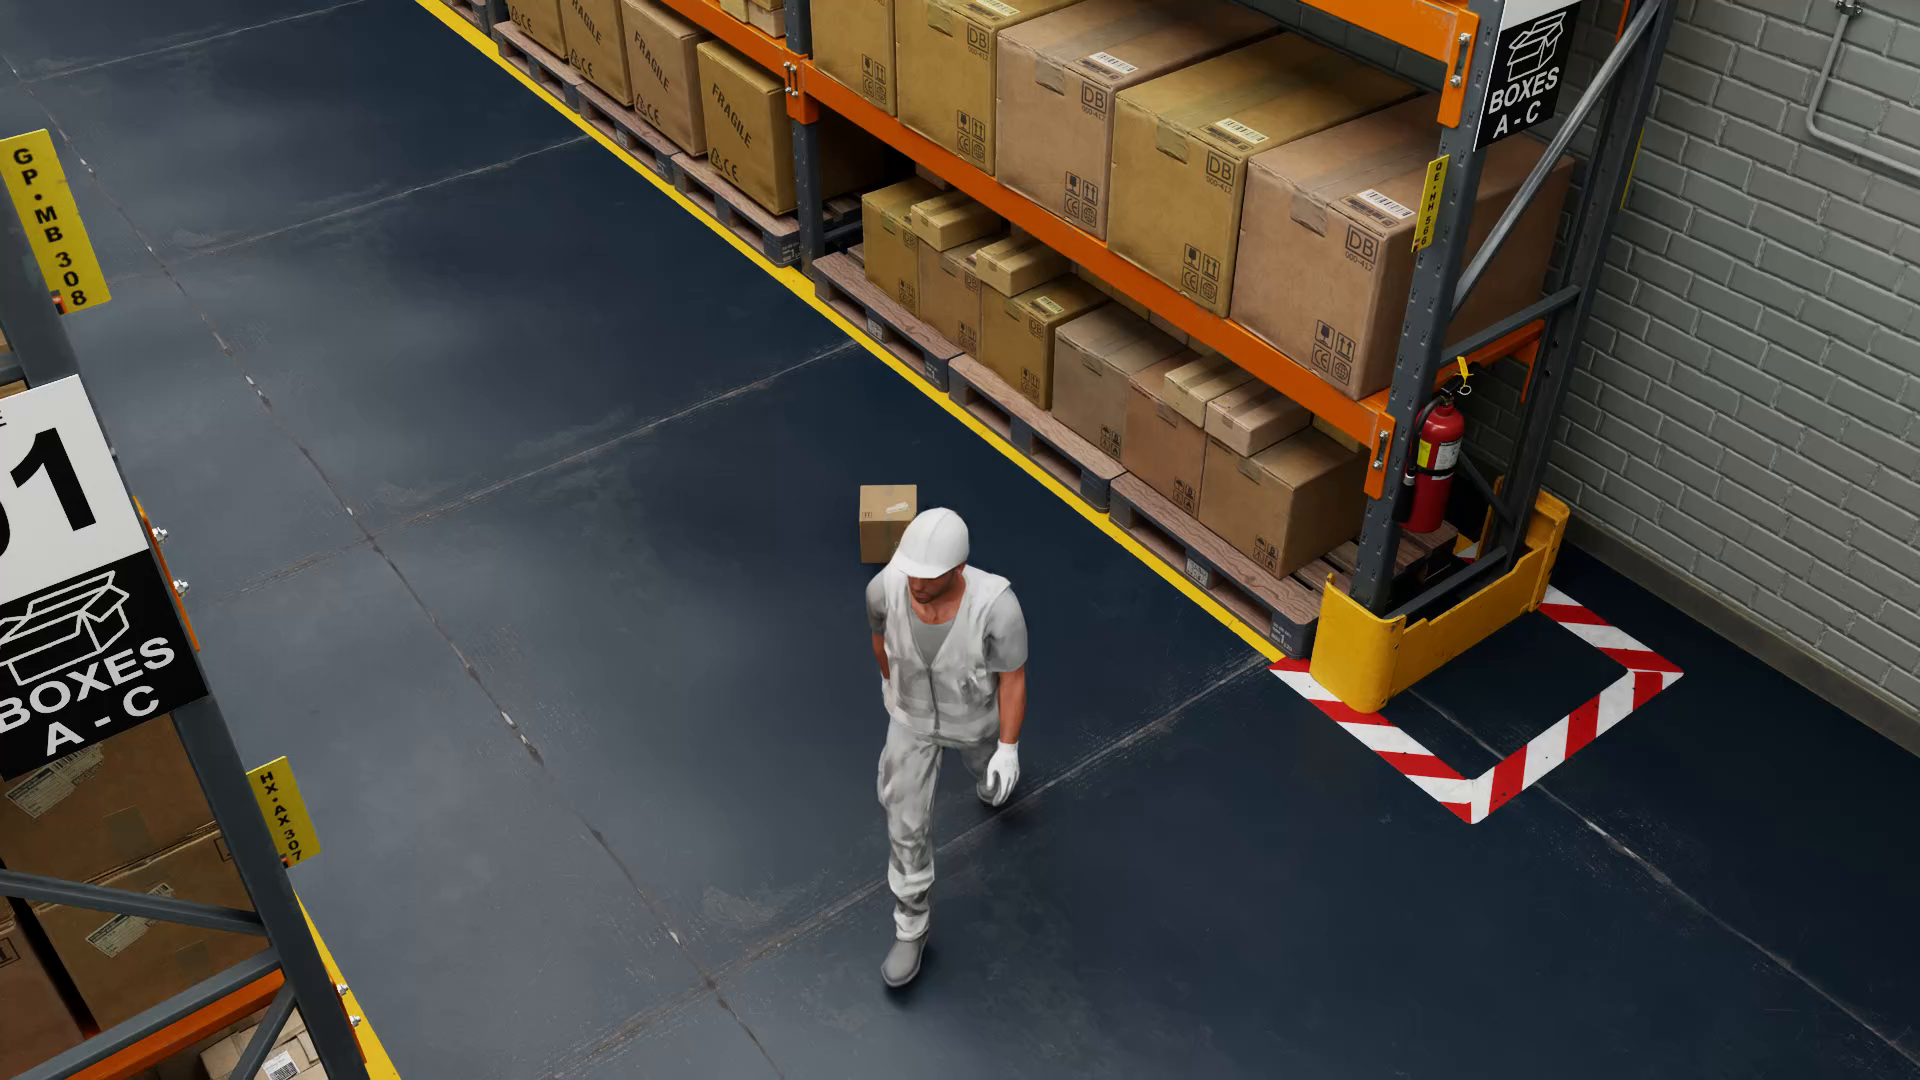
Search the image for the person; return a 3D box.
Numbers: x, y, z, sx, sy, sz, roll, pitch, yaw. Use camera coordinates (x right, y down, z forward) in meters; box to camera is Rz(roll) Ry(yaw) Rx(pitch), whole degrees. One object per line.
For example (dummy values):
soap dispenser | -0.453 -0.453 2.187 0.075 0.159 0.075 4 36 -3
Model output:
person | -0.038 0.550 5.487 0.541 1.737 1.110 6 40 8
